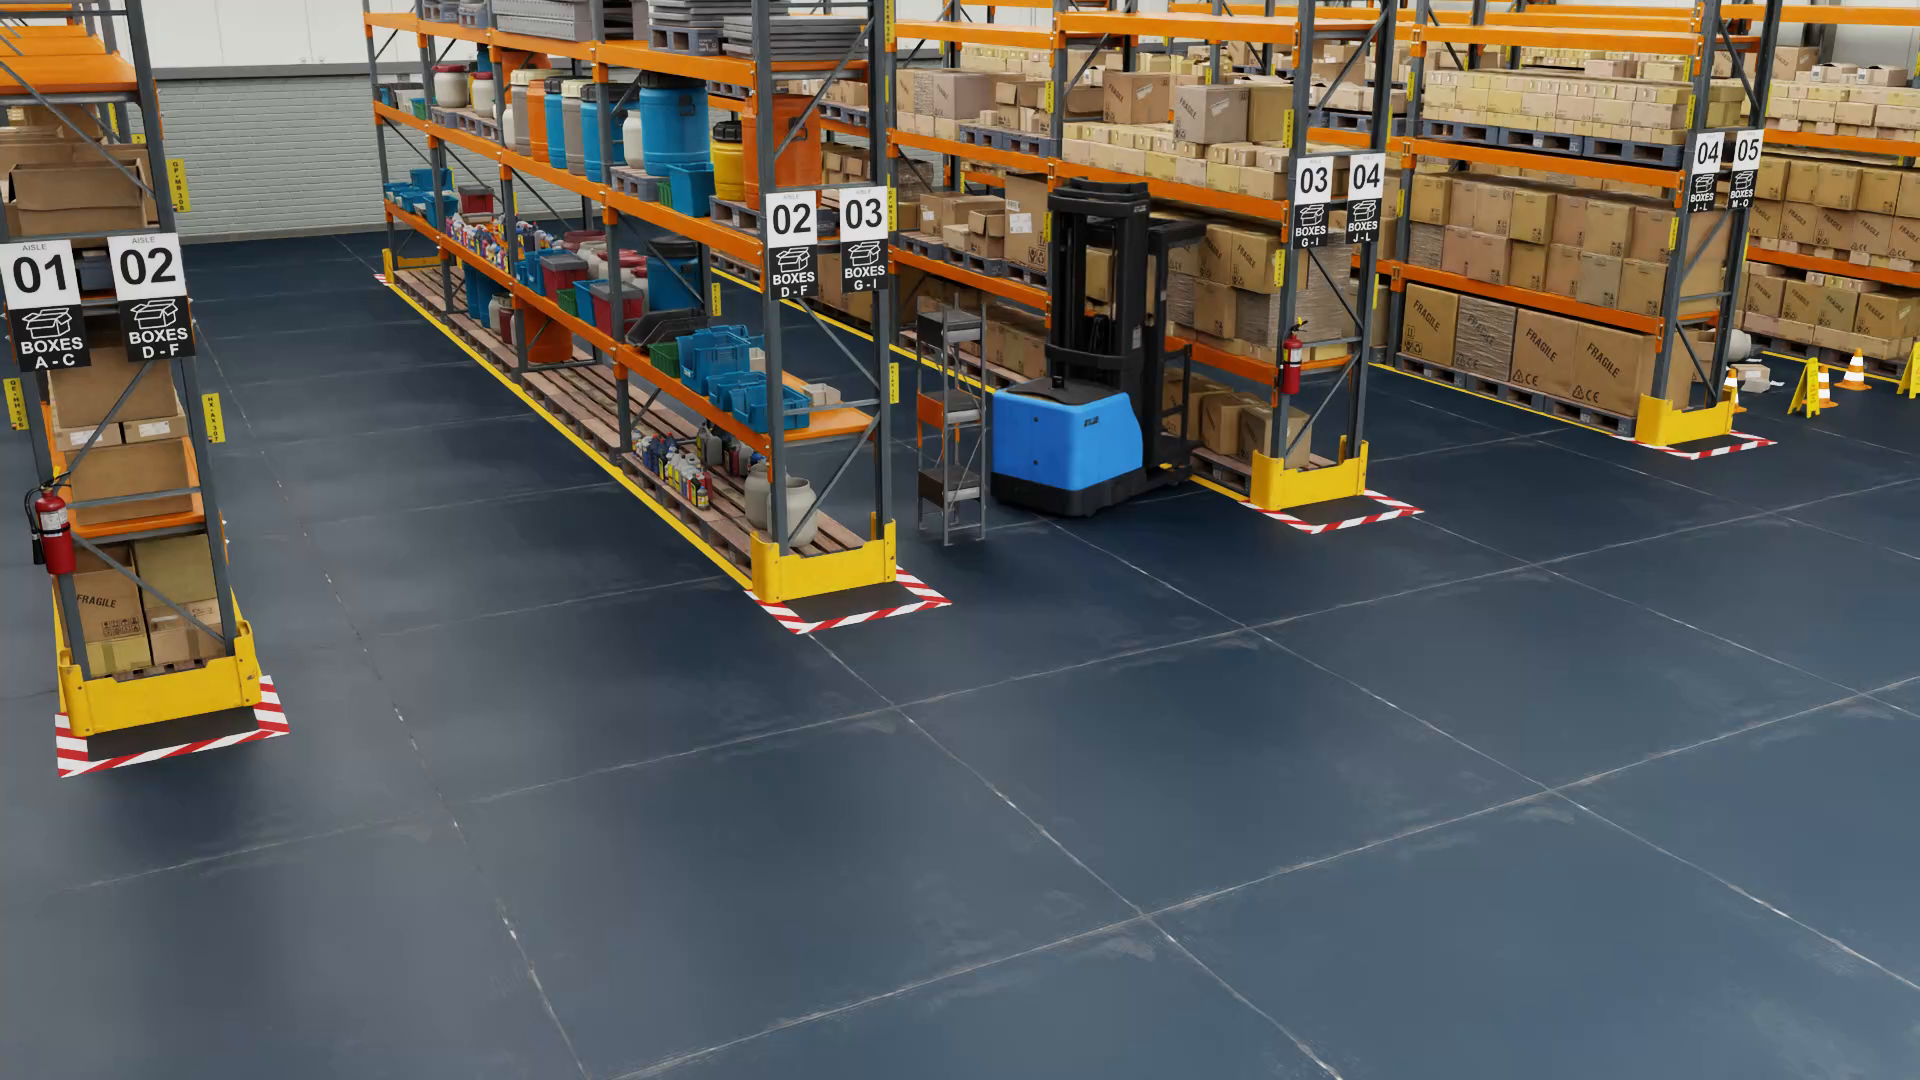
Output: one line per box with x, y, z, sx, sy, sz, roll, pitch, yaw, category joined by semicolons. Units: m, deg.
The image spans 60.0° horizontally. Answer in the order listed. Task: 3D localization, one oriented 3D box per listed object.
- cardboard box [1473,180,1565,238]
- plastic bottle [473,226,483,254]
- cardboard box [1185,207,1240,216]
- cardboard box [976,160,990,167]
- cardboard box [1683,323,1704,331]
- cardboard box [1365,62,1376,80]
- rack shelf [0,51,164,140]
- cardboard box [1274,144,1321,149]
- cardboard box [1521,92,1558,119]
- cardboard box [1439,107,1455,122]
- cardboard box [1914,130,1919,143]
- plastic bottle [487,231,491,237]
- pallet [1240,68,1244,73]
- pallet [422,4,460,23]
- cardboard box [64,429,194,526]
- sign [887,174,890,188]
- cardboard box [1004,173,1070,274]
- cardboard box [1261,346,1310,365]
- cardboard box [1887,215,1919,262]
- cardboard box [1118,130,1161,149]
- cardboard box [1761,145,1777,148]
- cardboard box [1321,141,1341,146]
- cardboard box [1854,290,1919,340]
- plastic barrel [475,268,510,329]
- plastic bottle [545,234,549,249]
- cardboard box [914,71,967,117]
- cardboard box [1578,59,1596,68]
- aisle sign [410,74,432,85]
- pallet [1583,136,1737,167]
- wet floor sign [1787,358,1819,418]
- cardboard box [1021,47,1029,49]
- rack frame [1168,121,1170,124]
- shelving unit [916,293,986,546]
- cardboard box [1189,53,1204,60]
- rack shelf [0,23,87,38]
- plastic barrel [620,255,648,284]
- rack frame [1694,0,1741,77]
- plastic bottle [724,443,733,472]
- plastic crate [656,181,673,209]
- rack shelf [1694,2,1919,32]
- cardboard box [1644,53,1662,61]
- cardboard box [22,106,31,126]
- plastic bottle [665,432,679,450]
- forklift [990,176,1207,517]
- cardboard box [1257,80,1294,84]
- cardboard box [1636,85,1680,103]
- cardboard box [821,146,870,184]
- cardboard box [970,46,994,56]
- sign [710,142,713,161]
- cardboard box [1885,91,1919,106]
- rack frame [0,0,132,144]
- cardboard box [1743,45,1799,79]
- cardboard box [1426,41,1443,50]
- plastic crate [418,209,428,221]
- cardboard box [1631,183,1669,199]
6.495;-3.841;19.280;0.875;0.550;0.550;-10;21;-27;cardboard box
-6.120;-3.827;21.201;0.144;0.351;0.185;-10;21;-27;plastic bottle
2.604;-3.091;16.848;0.500;0.500;0.500;-10;21;-27;cardboard box
0.621;-6.856;29.293;0.500;0.500;0.500;-10;21;-26;cardboard box
9.471;-2.784;21.930;0.500;0.500;0.500;4;19;11;cardboard box
6.920;-7.754;27.467;0.396;0.266;0.258;-8;21;-22;cardboard box
-6.332;-3.147;11.673;1.077;0.370;4.000;-10;21;-27;rack shelf
3.144;-3.593;15.466;0.380;0.149;0.250;-10;22;-28;cardboard box
6.559;-4.802;18.329;0.500;0.250;0.500;-10;21;-26;cardboard box
5.850;-5.001;19.516;0.380;0.149;0.250;-10;21;-26;cardboard box
11.496;-4.759;19.612;0.380;0.149;0.250;-10;21;-26;cardboard box
-6.035;-3.821;21.304;0.097;0.271;0.097;0;19;0;plastic bottle
4.823;-9.093;31.921;1.003;0.211;1.213;-10;21;-27;pallet
-6.300;-6.802;21.451;1.003;0.211;1.213;-10;21;-27;pallet
-5.593;-0.450;11.183;0.700;0.500;0.500;-10;21;-27;cardboard box
-0.948;-4.557;21.463;0.100;0.325;0.005;-10;21;-27;sign
1.184;-3.680;19.134;1.000;1.000;1.000;-10;21;-26;cardboard box
3.021;-1.731;15.434;0.380;0.149;0.250;-10;21;-27;cardboard box
11.559;-3.636;19.960;0.500;0.500;0.500;-10;22;-28;cardboard box
1.822;-4.042;16.766;0.380;0.149;0.250;-10;22;-28;cardboard box
13.429;-6.492;27.699;0.380;0.149;0.250;-10;22;-28;cardboard box
6.583;-6.987;28.595;0.500;0.500;0.500;-10;21;-27;cardboard box
11.449;-2.778;20.504;0.500;0.500;0.500;-10;21;-26;cardboard box
-6.140;-3.322;22.233;0.600;0.901;0.708;-10;21;-27;plastic barrel
-5.211;-3.745;21.084;0.097;0.271;0.097;0;19;0;plastic bottle
-0.227;-5.477;20.387;0.500;0.500;0.500;-10;21;-26;cardboard box
11.272;-8.510;29.684;0.380;0.149;0.250;-9;21;-25;cardboard box
-8.395;-6.921;26.104;0.394;0.787;0.004;-10;21;-27;aisle sign
7.389;-4.126;17.529;1.003;0.211;1.213;-10;21;-27;pallet
9.507;-1.725;18.640;0.267;0.644;0.232;-14;24;-36;wet floor sign
1.281;-8.409;28.656;0.380;0.149;0.250;-11;22;-28;cardboard box
4.461;-7.928;33.008;1.000;3.000;0.127;-10;21;-27;rack frame
-0.079;-1.040;14.427;0.431;2.100;0.503;-10;21;-27;shelving unit
3.602;-7.037;24.500;0.396;0.266;0.258;-10;21;-27;cardboard box
-10.131;-5.444;18.328;1.077;0.370;4.000;-10;21;-27;rack shelf
-3.530;-2.764;17.836;0.433;0.535;0.433;0;19;0;plastic barrel
12.627;-9.237;27.605;1.000;3.000;0.127;-10;21;-27;rack frame
-2.195;-0.794;15.822;0.061;0.283;0.133;-10;21;-27;plastic bottle
-2.411;-3.004;14.464;0.336;0.188;0.450;-10;21;-27;plastic crate
11.109;-6.403;20.500;1.077;0.370;4.000;-10;21;-27;rack shelf
12.000;-8.291;28.623;0.380;0.149;0.250;-11;22;-28;cardboard box
-7.831;-3.658;14.471;0.500;0.500;0.500;-8;21;-21;cardboard box
-2.776;-0.863;15.920;0.144;0.351;0.185;-10;21;-27;plastic bottle
1.628;-2.002;15.941;1.130;2.935;3.031;16;24;38;forklift
4.340;-6.043;22.379;0.500;0.250;0.500;-9;21;-25;cardboard box
7.175;-4.577;17.064;0.380;0.149;0.250;-10;21;-26;cardboard box
-1.734;-5.385;23.948;0.797;0.503;0.637;-10;21;-26;cardboard box
0.391;-8.541;29.038;0.380;0.149;0.250;-10;21;-26;cardboard box
-2.431;-3.685;16.100;0.100;0.325;0.005;-10;21;-27;sign
11.338;-5.294;19.938;0.380;0.149;0.250;-10;21;-26;cardboard box
-7.282;-4.251;13.154;1.000;3.000;0.127;-10;21;-27;rack frame
13.084;-7.737;26.907;0.700;0.500;0.500;-10;22;-28;cardboard box
9.544;-9.820;32.900;0.500;0.250;0.500;-9;21;-25;cardboard box
-7.488;-4.655;23.854;0.437;0.125;0.590;-10;21;-27;plastic crate
9.738;-4.967;23.173;0.500;0.500;0.500;-10;22;-28;cardboard box
